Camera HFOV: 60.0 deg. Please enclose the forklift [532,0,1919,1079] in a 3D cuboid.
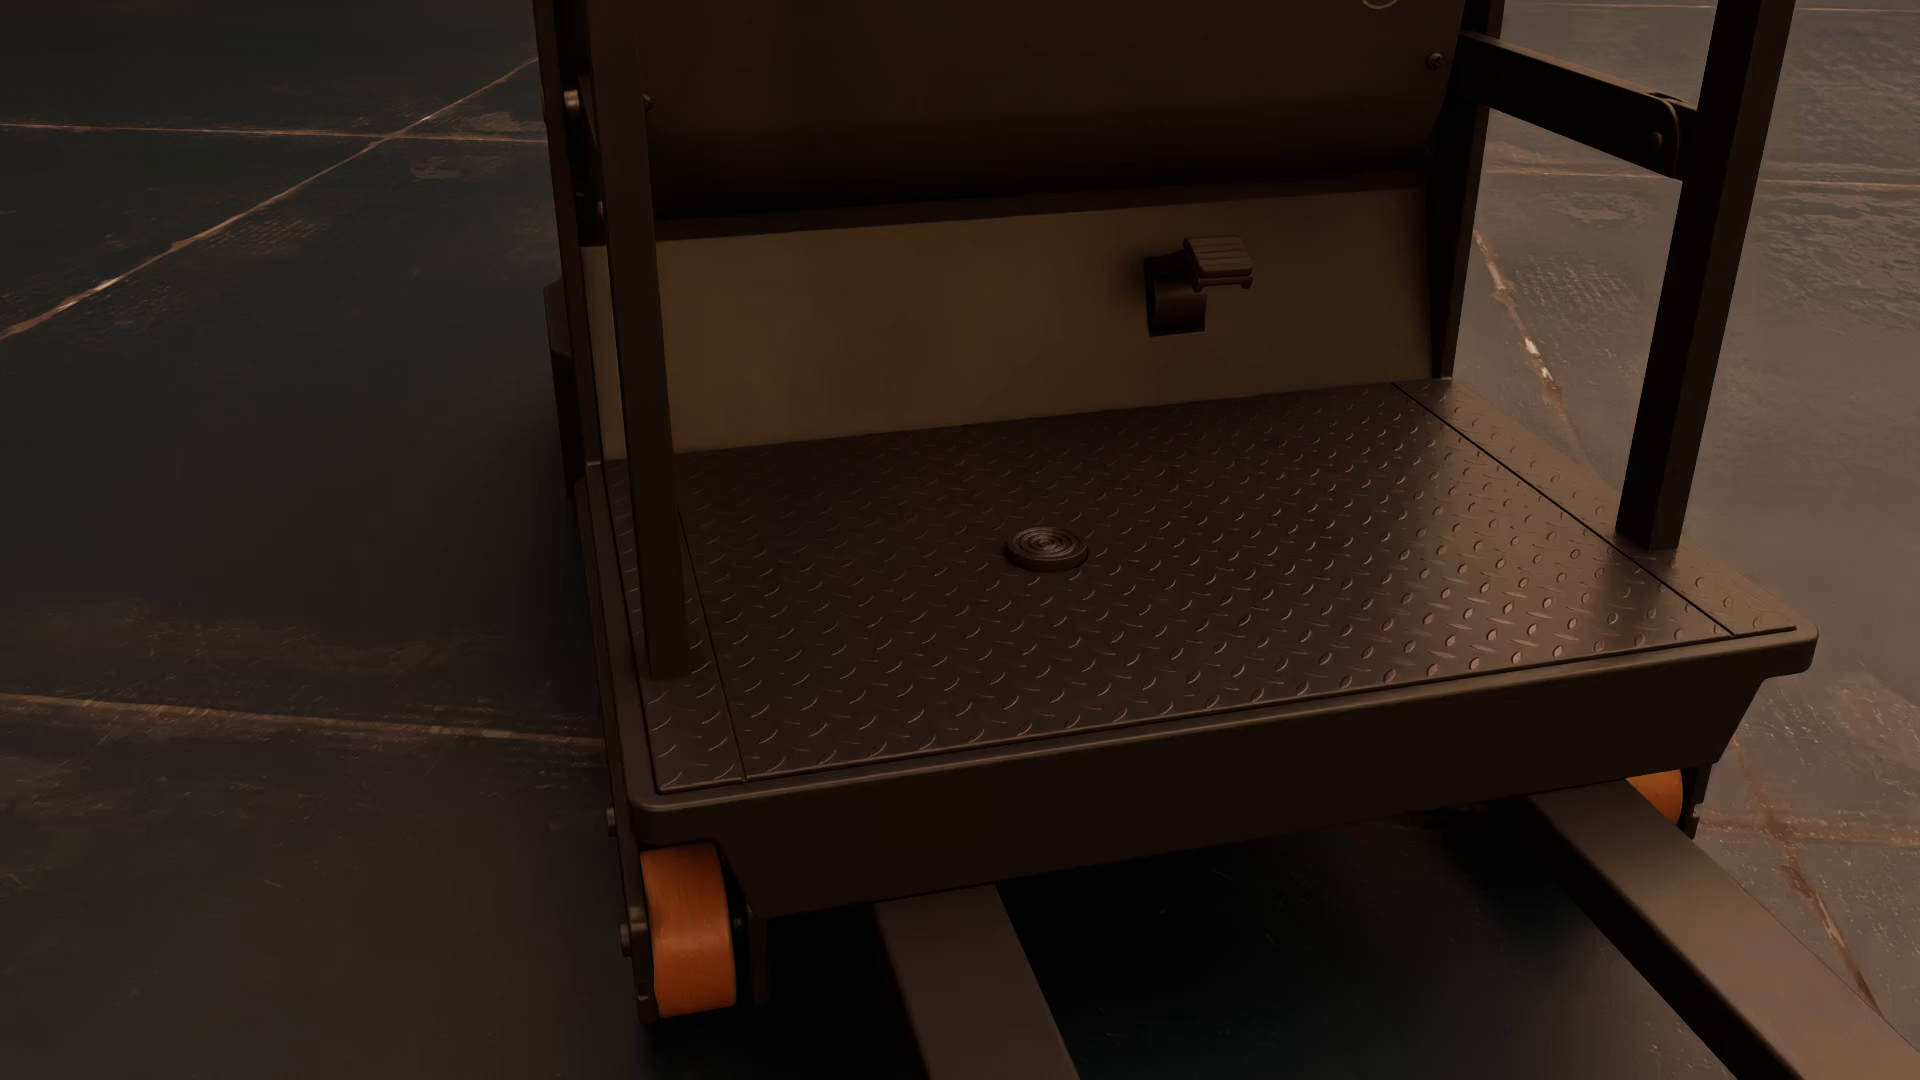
[{"bbox_3d":[0.153,-1.049,1.319,1.130,2.935,3.031,-7,27,-13],"label":"forklift"}]
